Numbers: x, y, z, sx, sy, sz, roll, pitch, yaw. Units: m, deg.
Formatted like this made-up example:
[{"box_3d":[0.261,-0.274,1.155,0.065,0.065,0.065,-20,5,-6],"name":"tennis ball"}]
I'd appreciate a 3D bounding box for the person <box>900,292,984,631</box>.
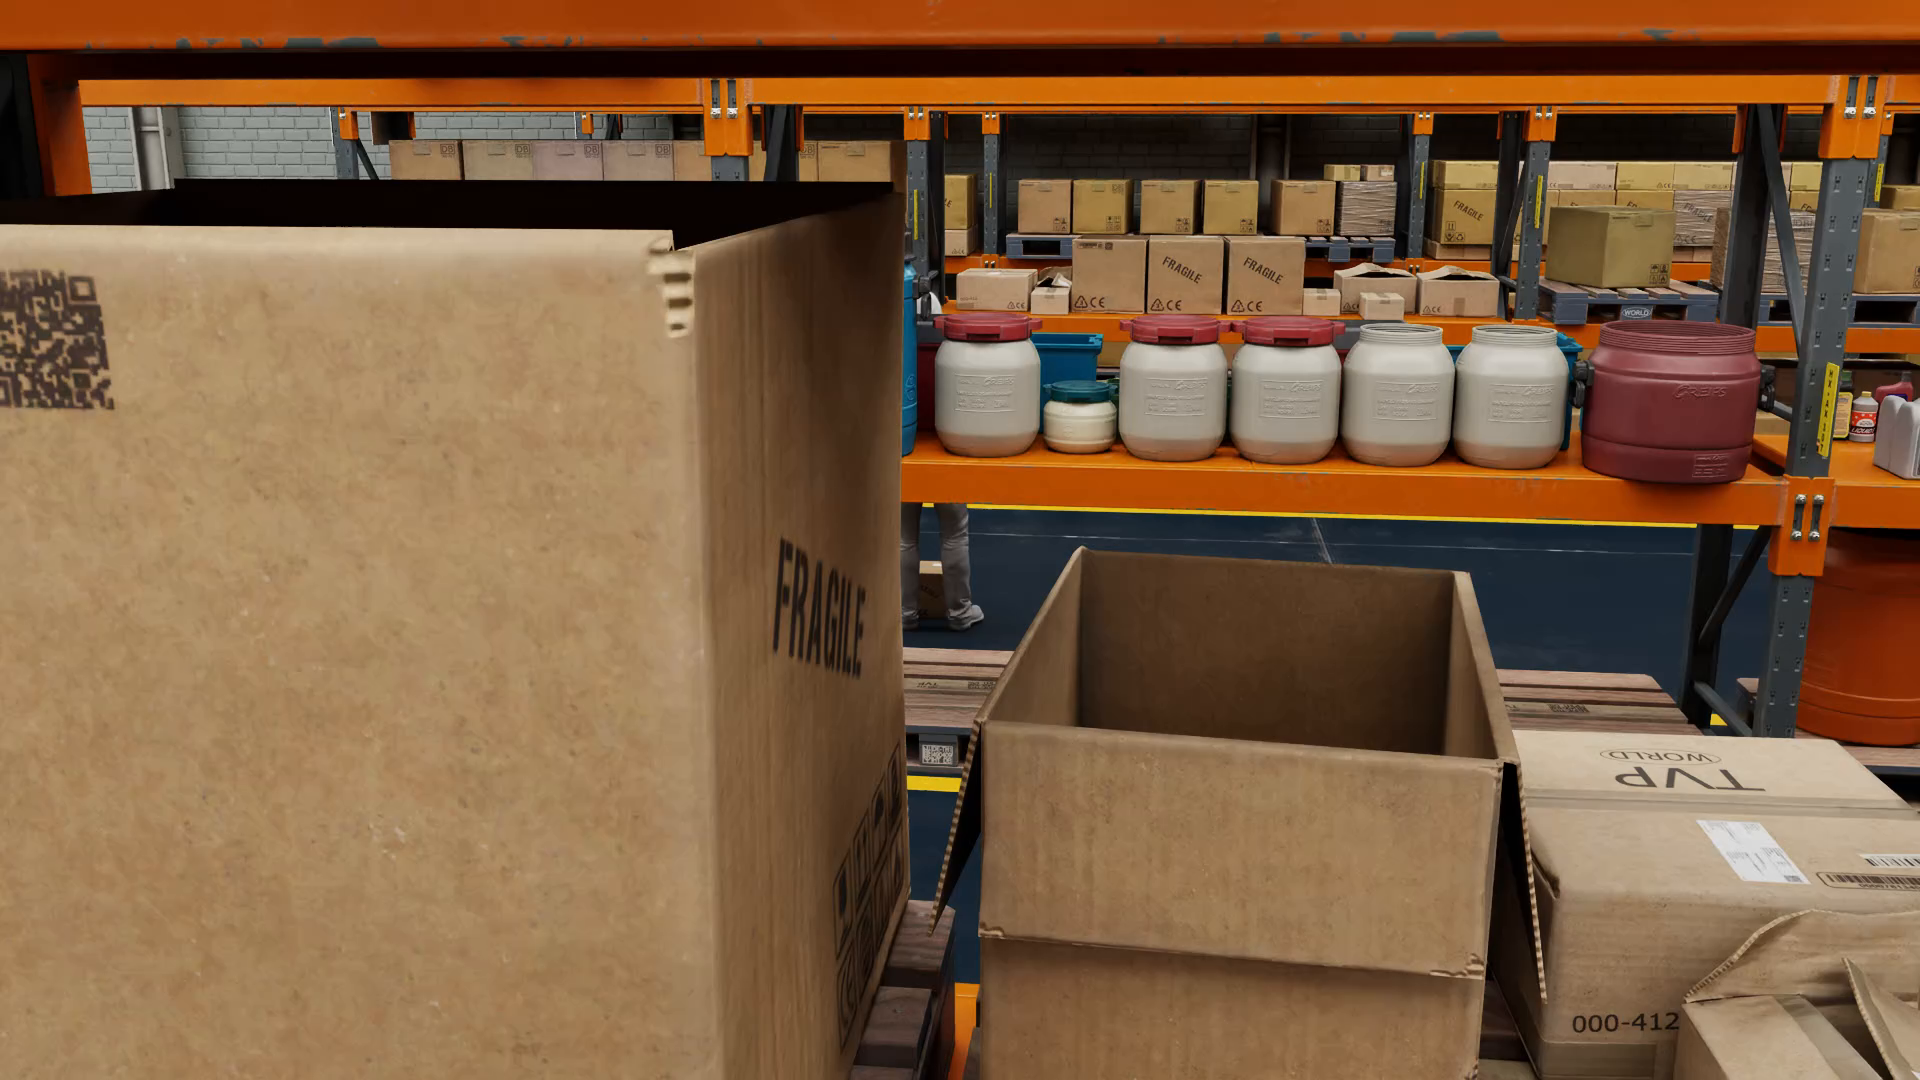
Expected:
[{"box_3d":[-0.176,-0.409,8.585,0.636,1.761,0.454,1,14,4],"name":"person"}]
